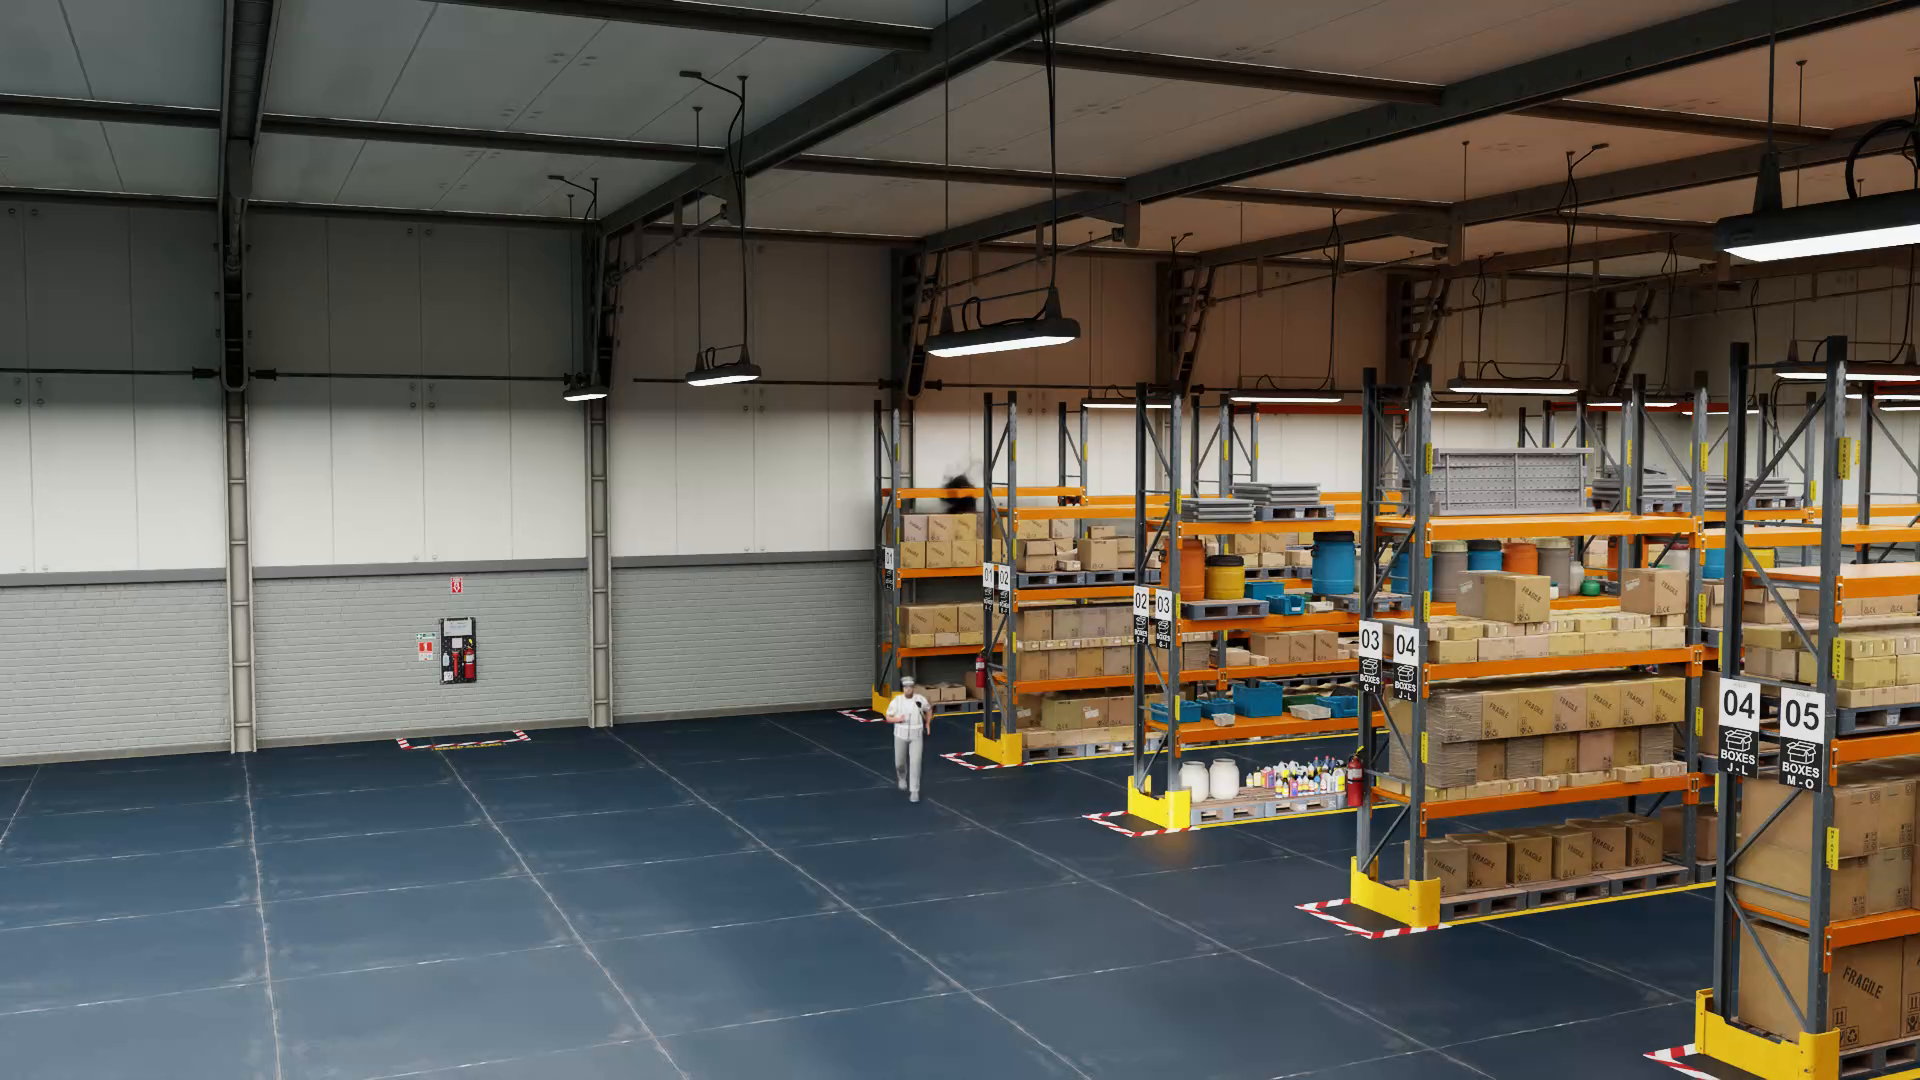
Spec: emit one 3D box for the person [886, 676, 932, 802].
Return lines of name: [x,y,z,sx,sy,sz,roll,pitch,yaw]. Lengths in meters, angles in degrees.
person: [-0.740,2.848,24.164,0.672,1.757,0.991,0,3,-1]

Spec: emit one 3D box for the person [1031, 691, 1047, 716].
person: [1.430,2.635,29.400,0.817,1.658,0.599,-2,4,-29]
